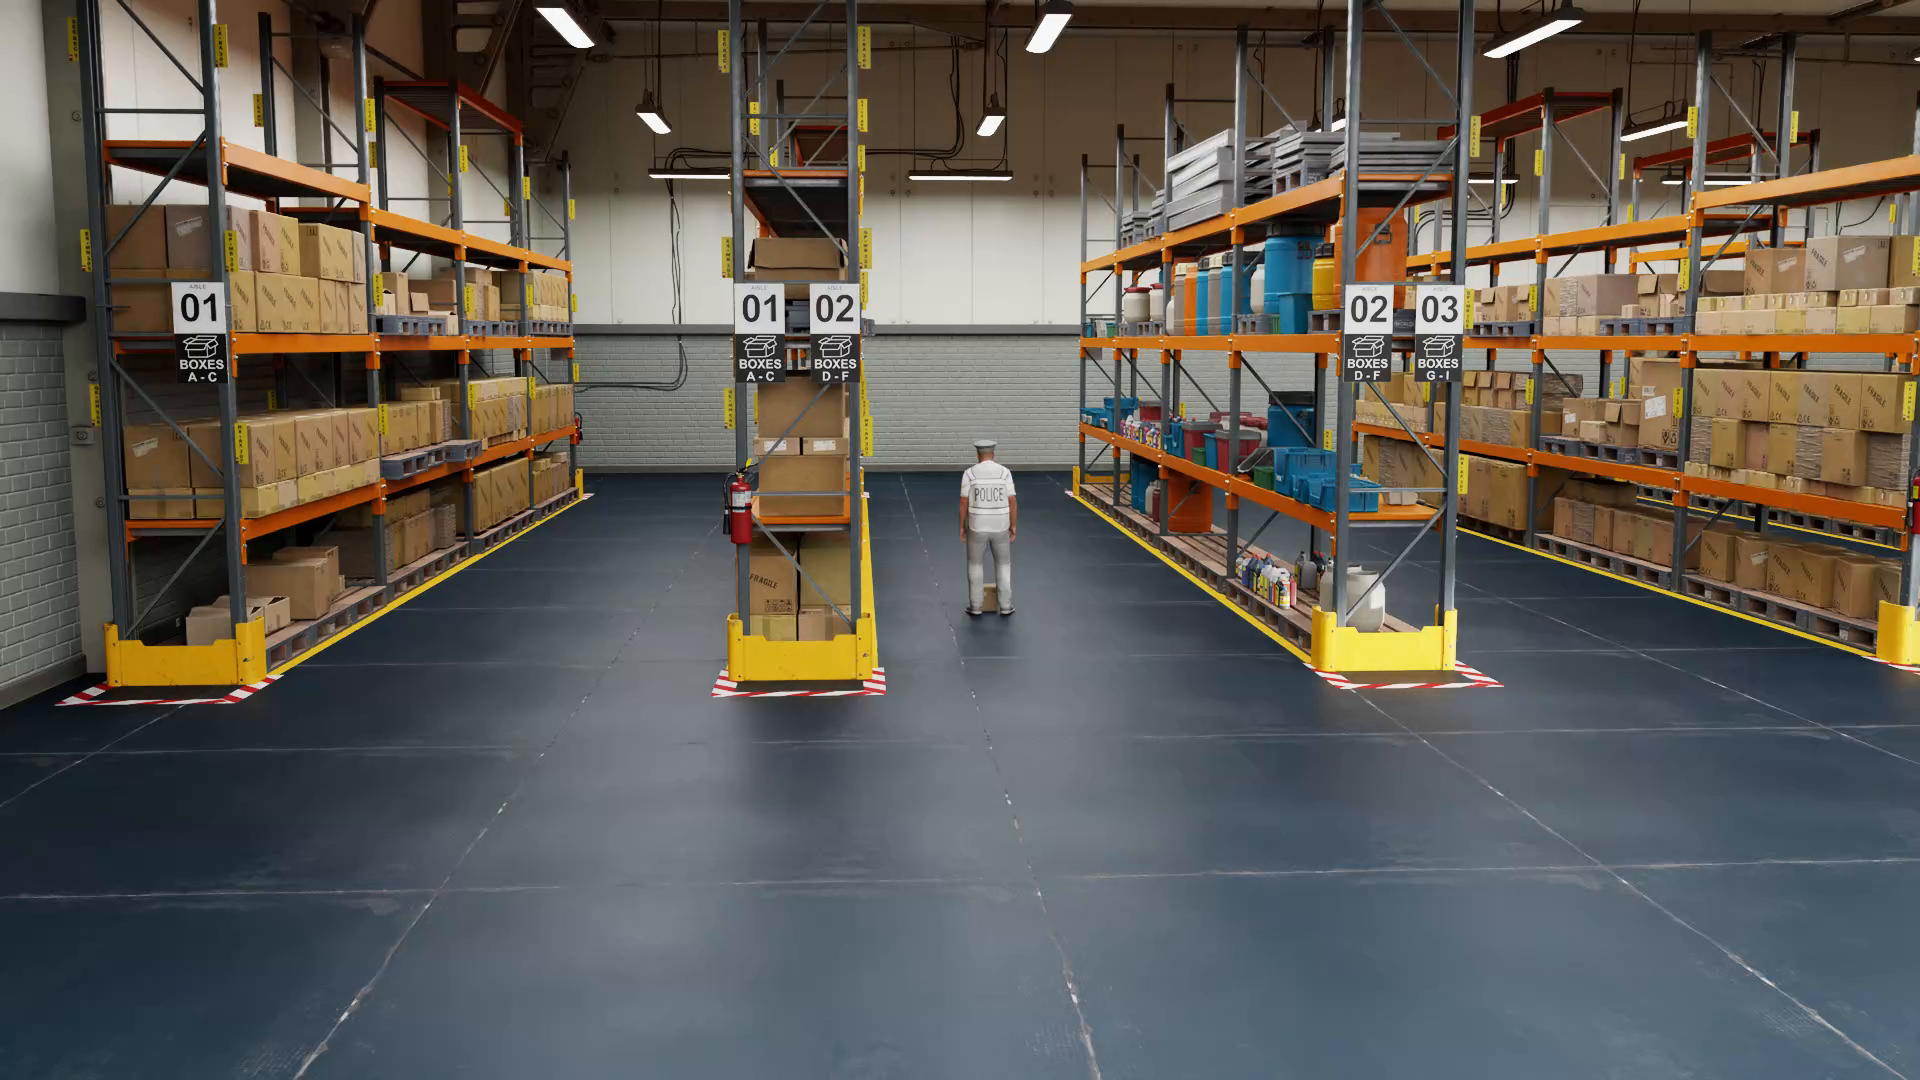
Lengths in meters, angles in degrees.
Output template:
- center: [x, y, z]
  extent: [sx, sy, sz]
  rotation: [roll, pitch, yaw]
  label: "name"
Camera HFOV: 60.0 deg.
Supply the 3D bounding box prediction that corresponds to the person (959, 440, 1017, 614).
- center: [0.283, -0.122, 16.736]
  extent: [0.585, 1.747, 0.439]
  rotation: [0, 7, -4]
  label: "person"
